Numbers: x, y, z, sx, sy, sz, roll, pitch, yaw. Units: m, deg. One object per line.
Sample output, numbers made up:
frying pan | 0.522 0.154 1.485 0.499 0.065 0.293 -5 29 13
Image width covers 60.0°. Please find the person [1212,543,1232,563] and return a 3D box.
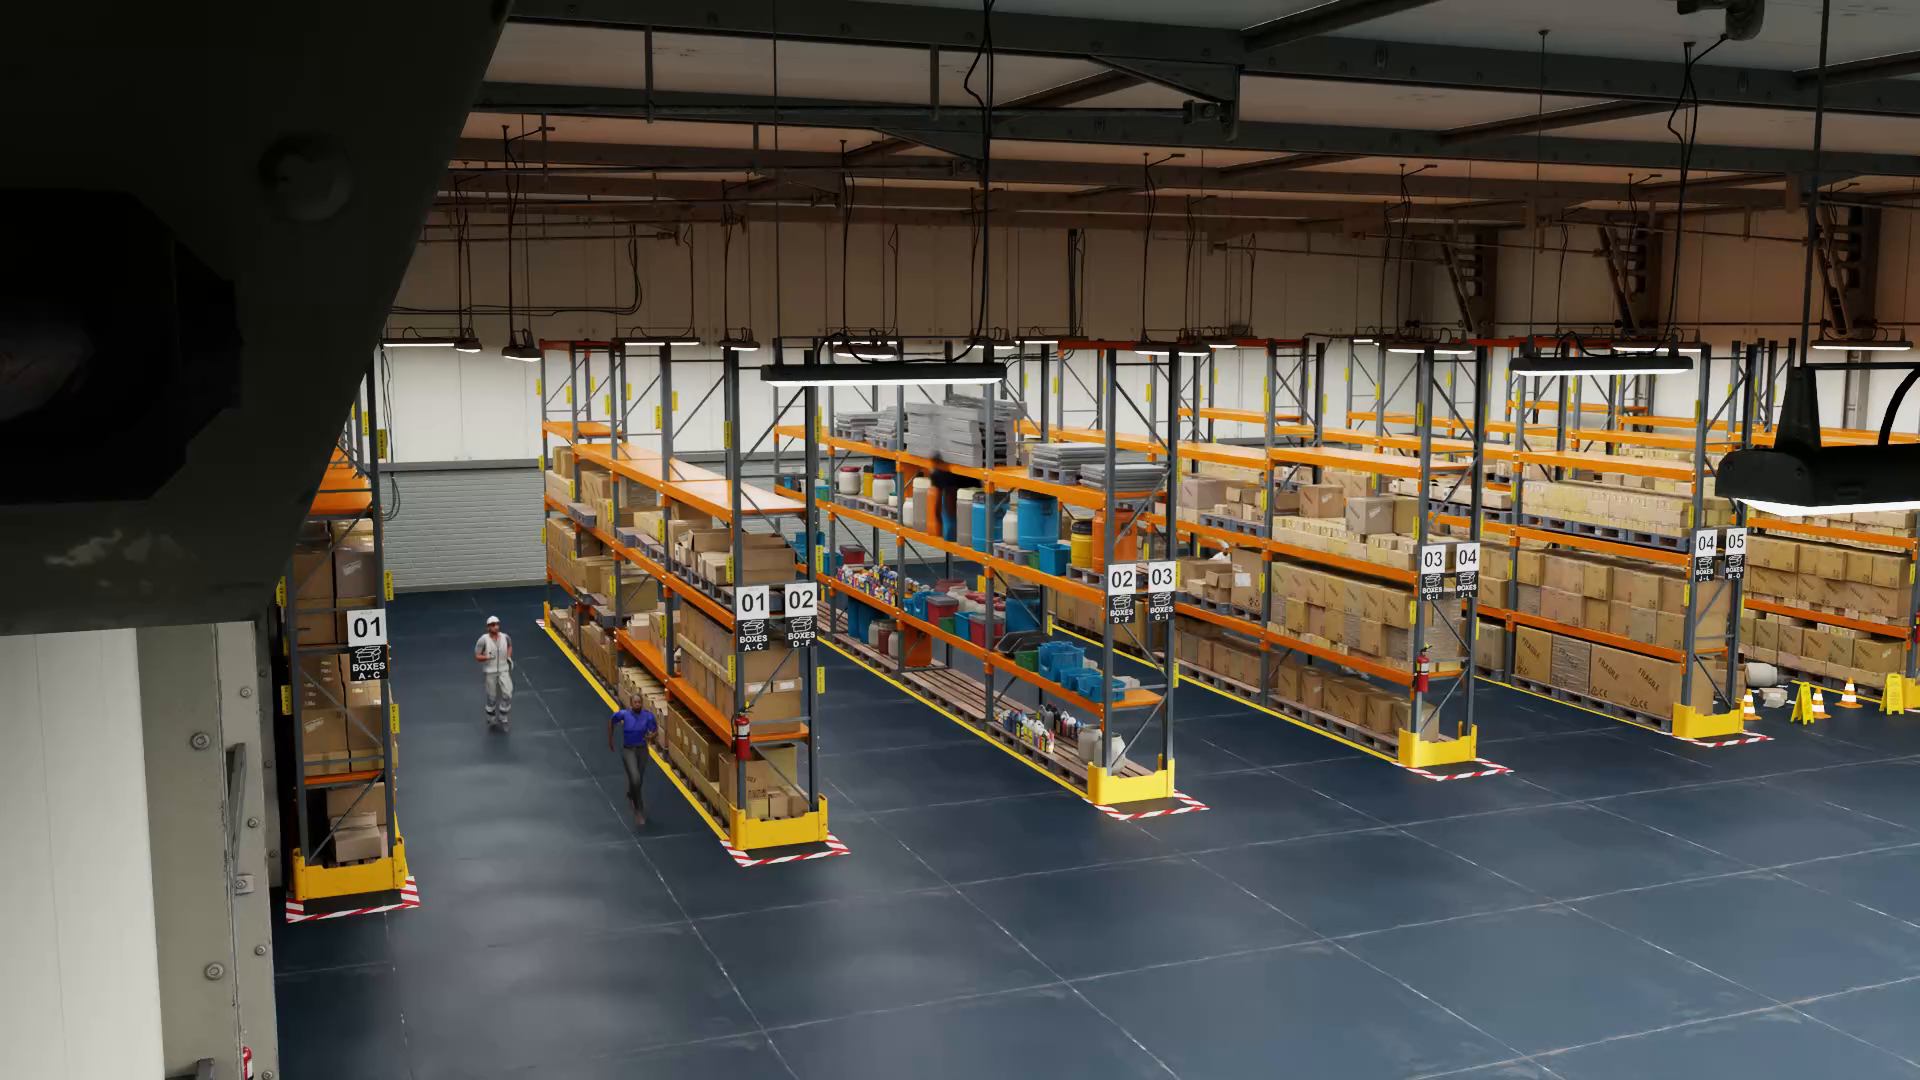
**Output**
person | 5.658 0.863 35.972 0.631 1.655 0.801 -4 8 -26

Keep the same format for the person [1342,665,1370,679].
person | 7.126 1.600 29.778 0.666 1.836 0.682 -4 8 -29

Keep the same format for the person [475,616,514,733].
person | -7.199 2.091 25.844 0.632 1.824 0.705 -4 9 -29

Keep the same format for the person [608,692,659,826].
person | -4.183 2.764 21.317 0.578 1.697 0.831 -3 8 -23
